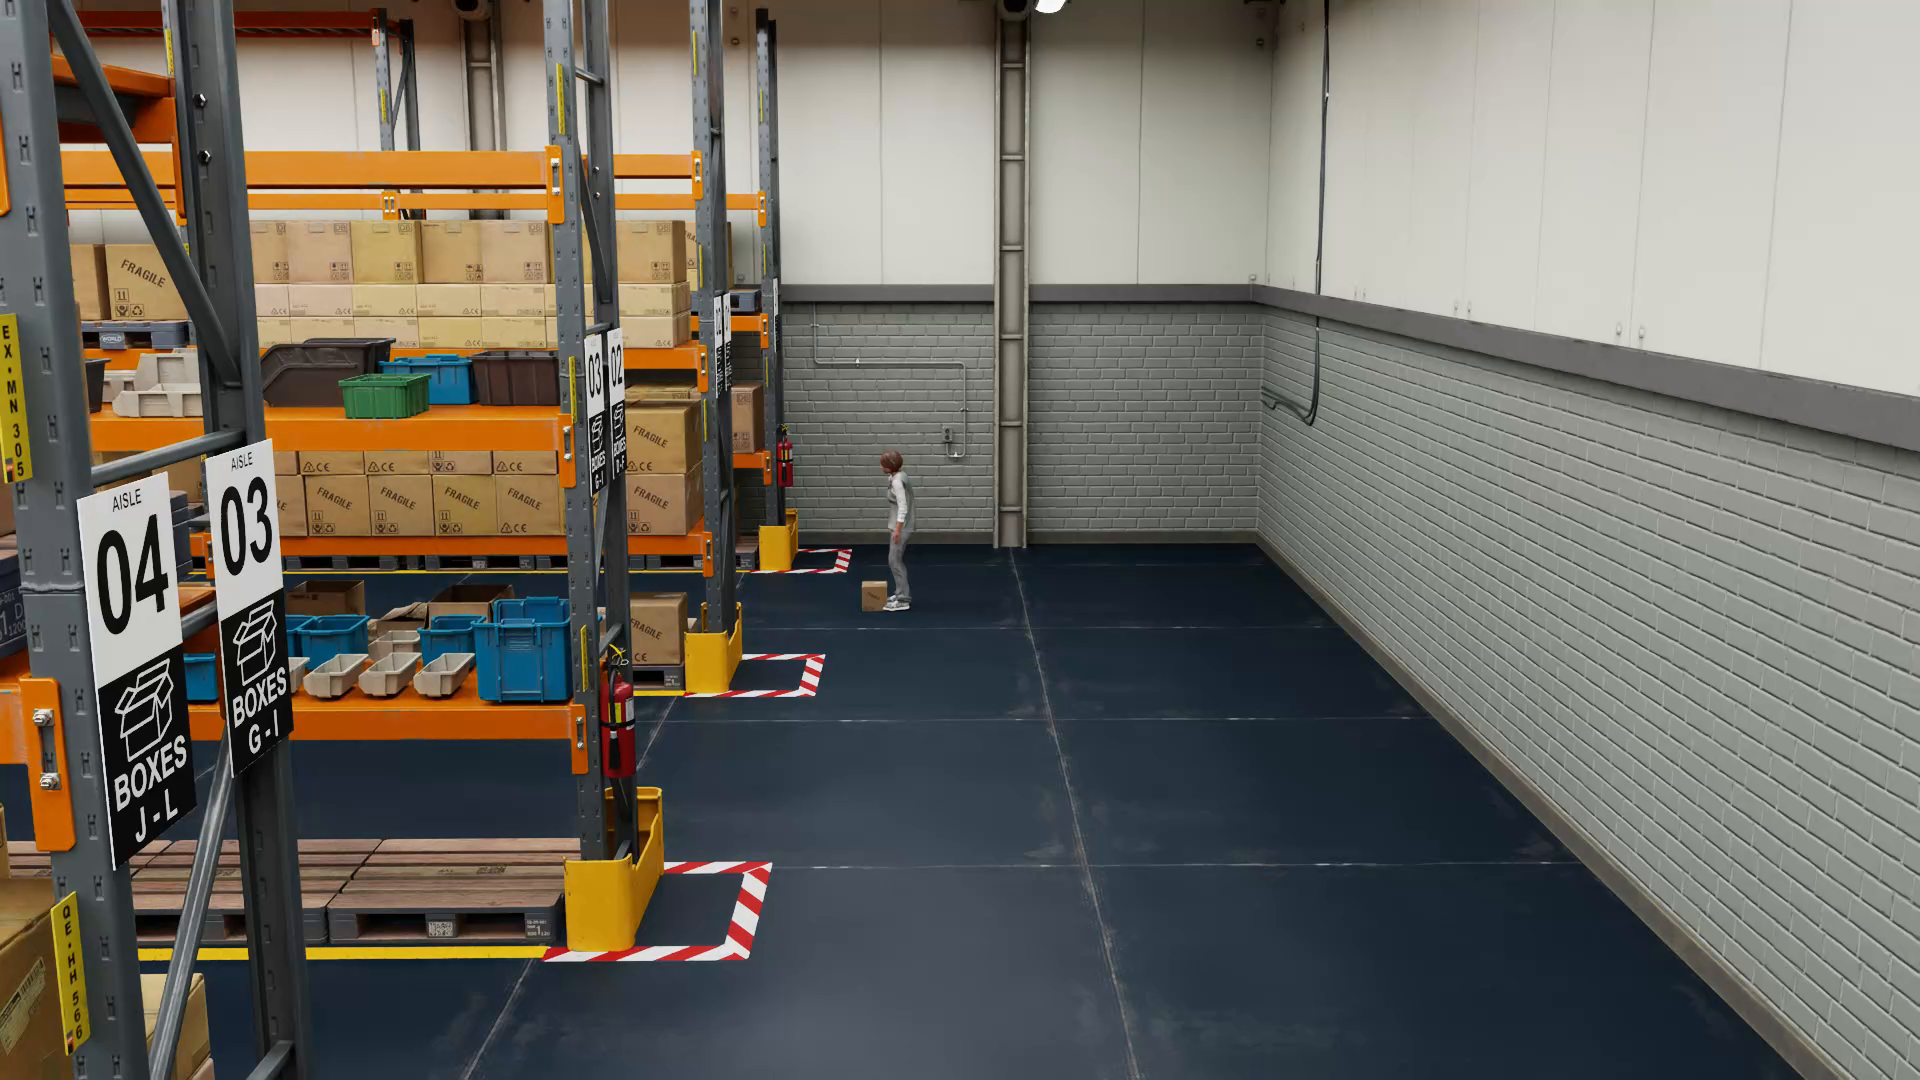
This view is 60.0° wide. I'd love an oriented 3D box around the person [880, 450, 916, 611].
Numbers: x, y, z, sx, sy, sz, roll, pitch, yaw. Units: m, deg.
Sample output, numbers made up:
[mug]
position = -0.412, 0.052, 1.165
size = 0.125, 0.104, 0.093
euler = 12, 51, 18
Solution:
[person]
position = -0.614, -0.102, 16.497
size = 0.347, 1.592, 0.473
euler = -1, 11, -4
